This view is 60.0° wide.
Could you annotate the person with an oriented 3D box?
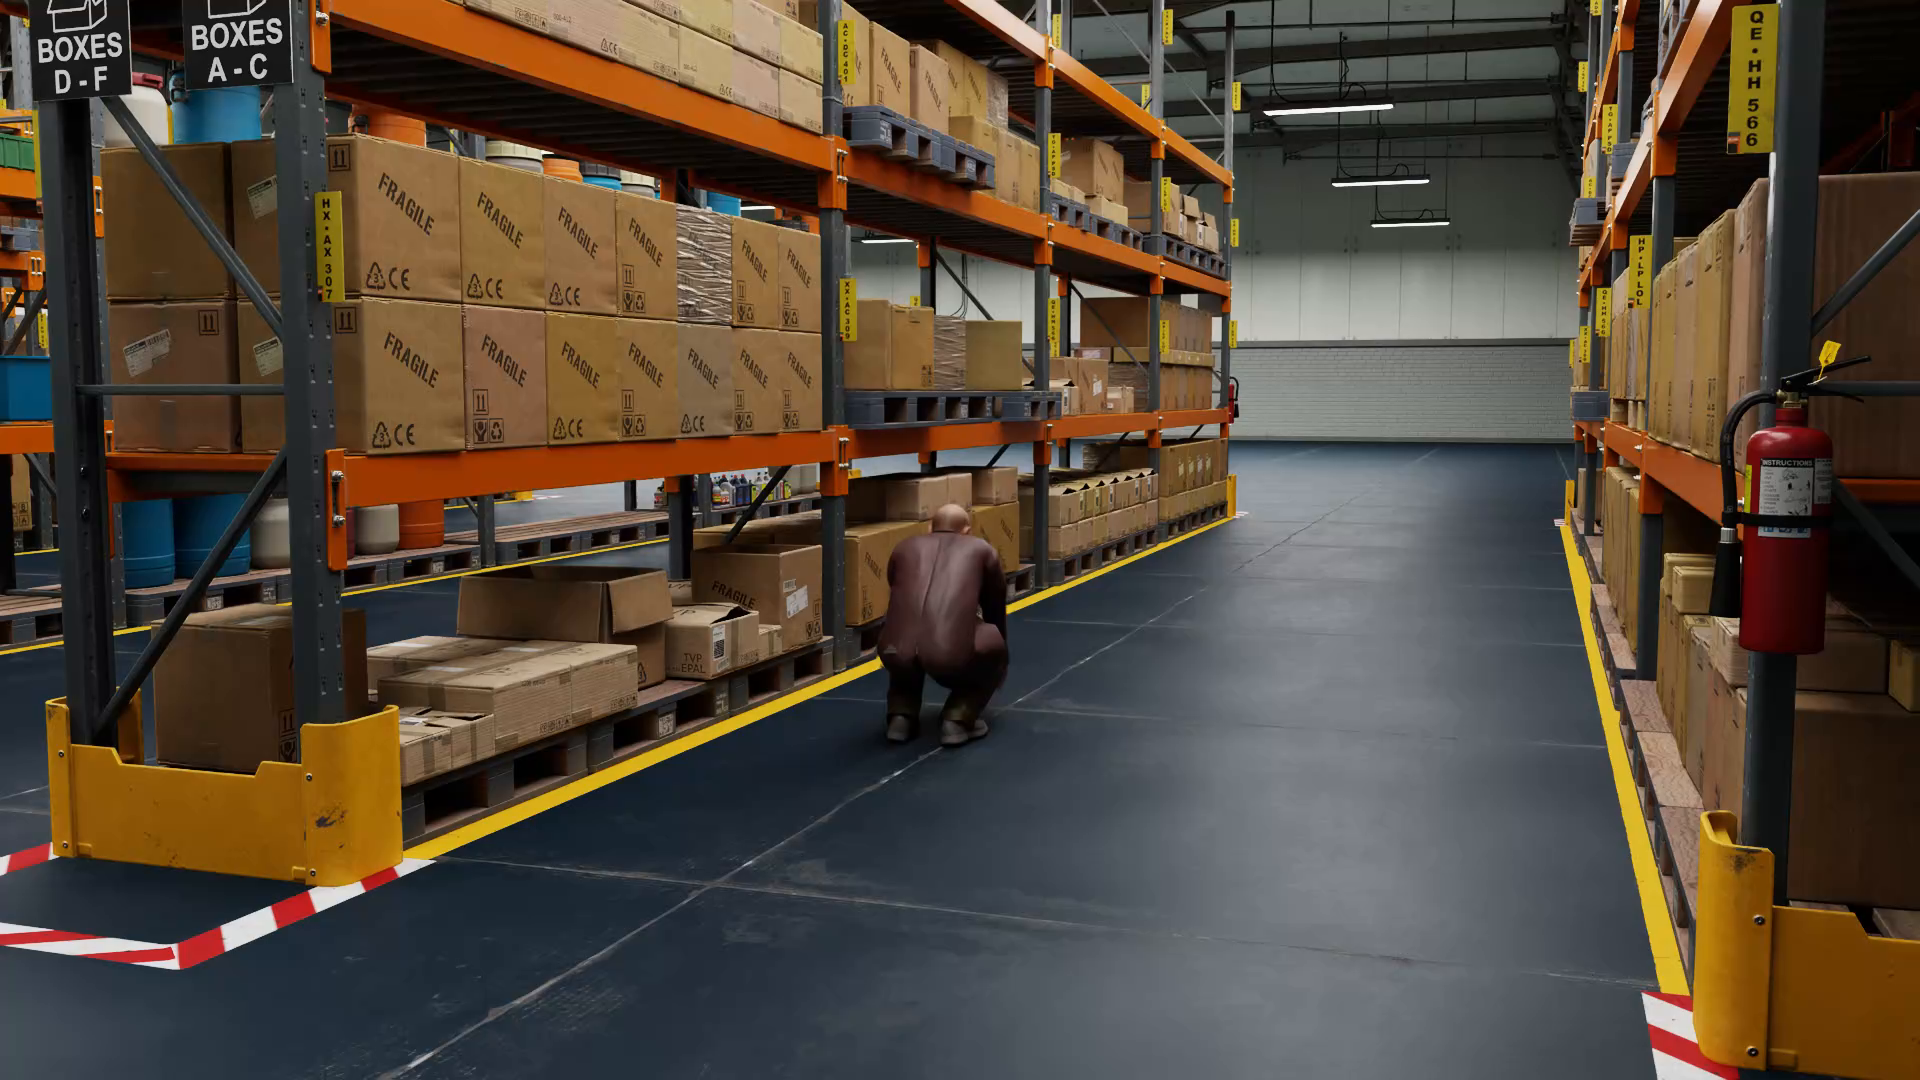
[{"bbox_3d":[-0.059,0.358,7.370,0.585,0.995,0.928,2,5,18],"label":"person"}]
